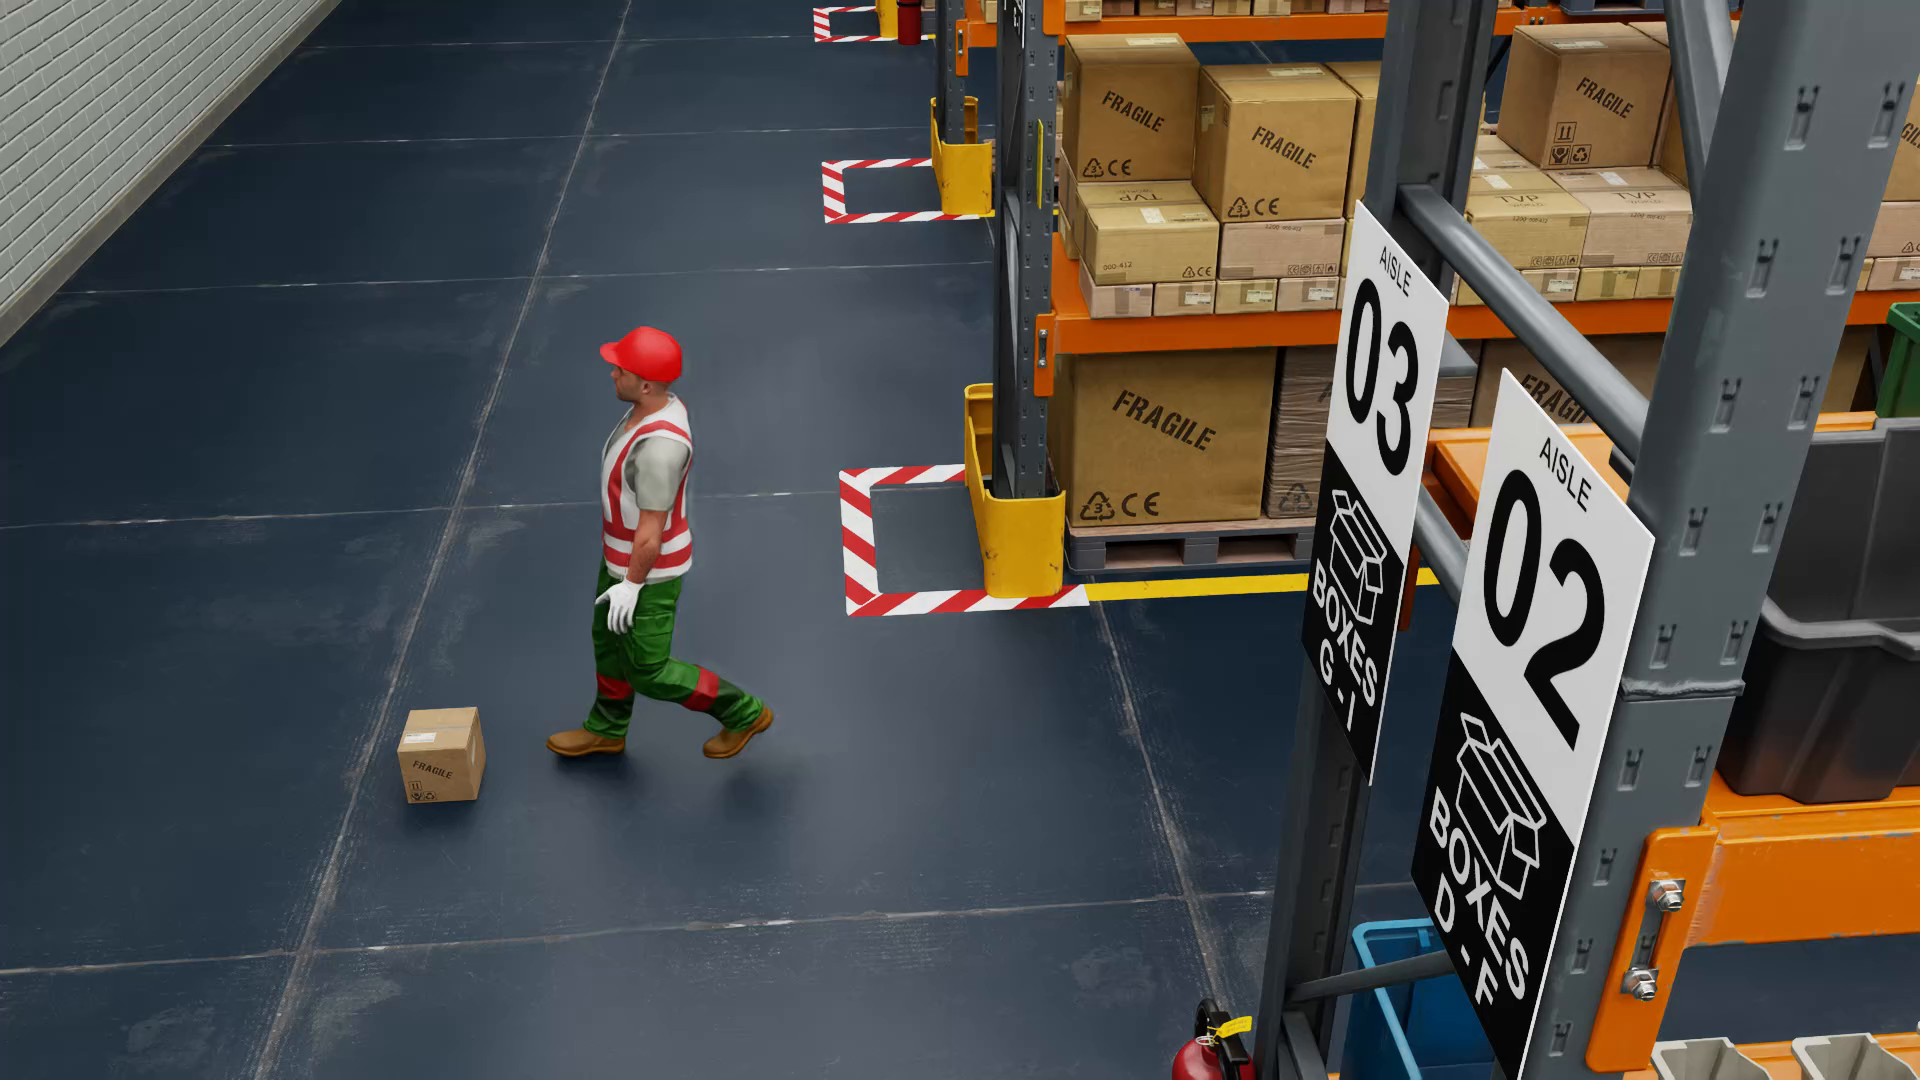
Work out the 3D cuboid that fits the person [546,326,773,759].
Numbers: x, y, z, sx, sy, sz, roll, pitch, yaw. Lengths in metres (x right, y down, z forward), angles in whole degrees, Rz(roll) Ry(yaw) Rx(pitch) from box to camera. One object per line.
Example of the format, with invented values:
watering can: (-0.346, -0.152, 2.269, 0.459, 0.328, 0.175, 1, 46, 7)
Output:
person: (-1.152, 0.075, 5.971, 0.850, 1.767, 0.545, -8, 32, -13)
